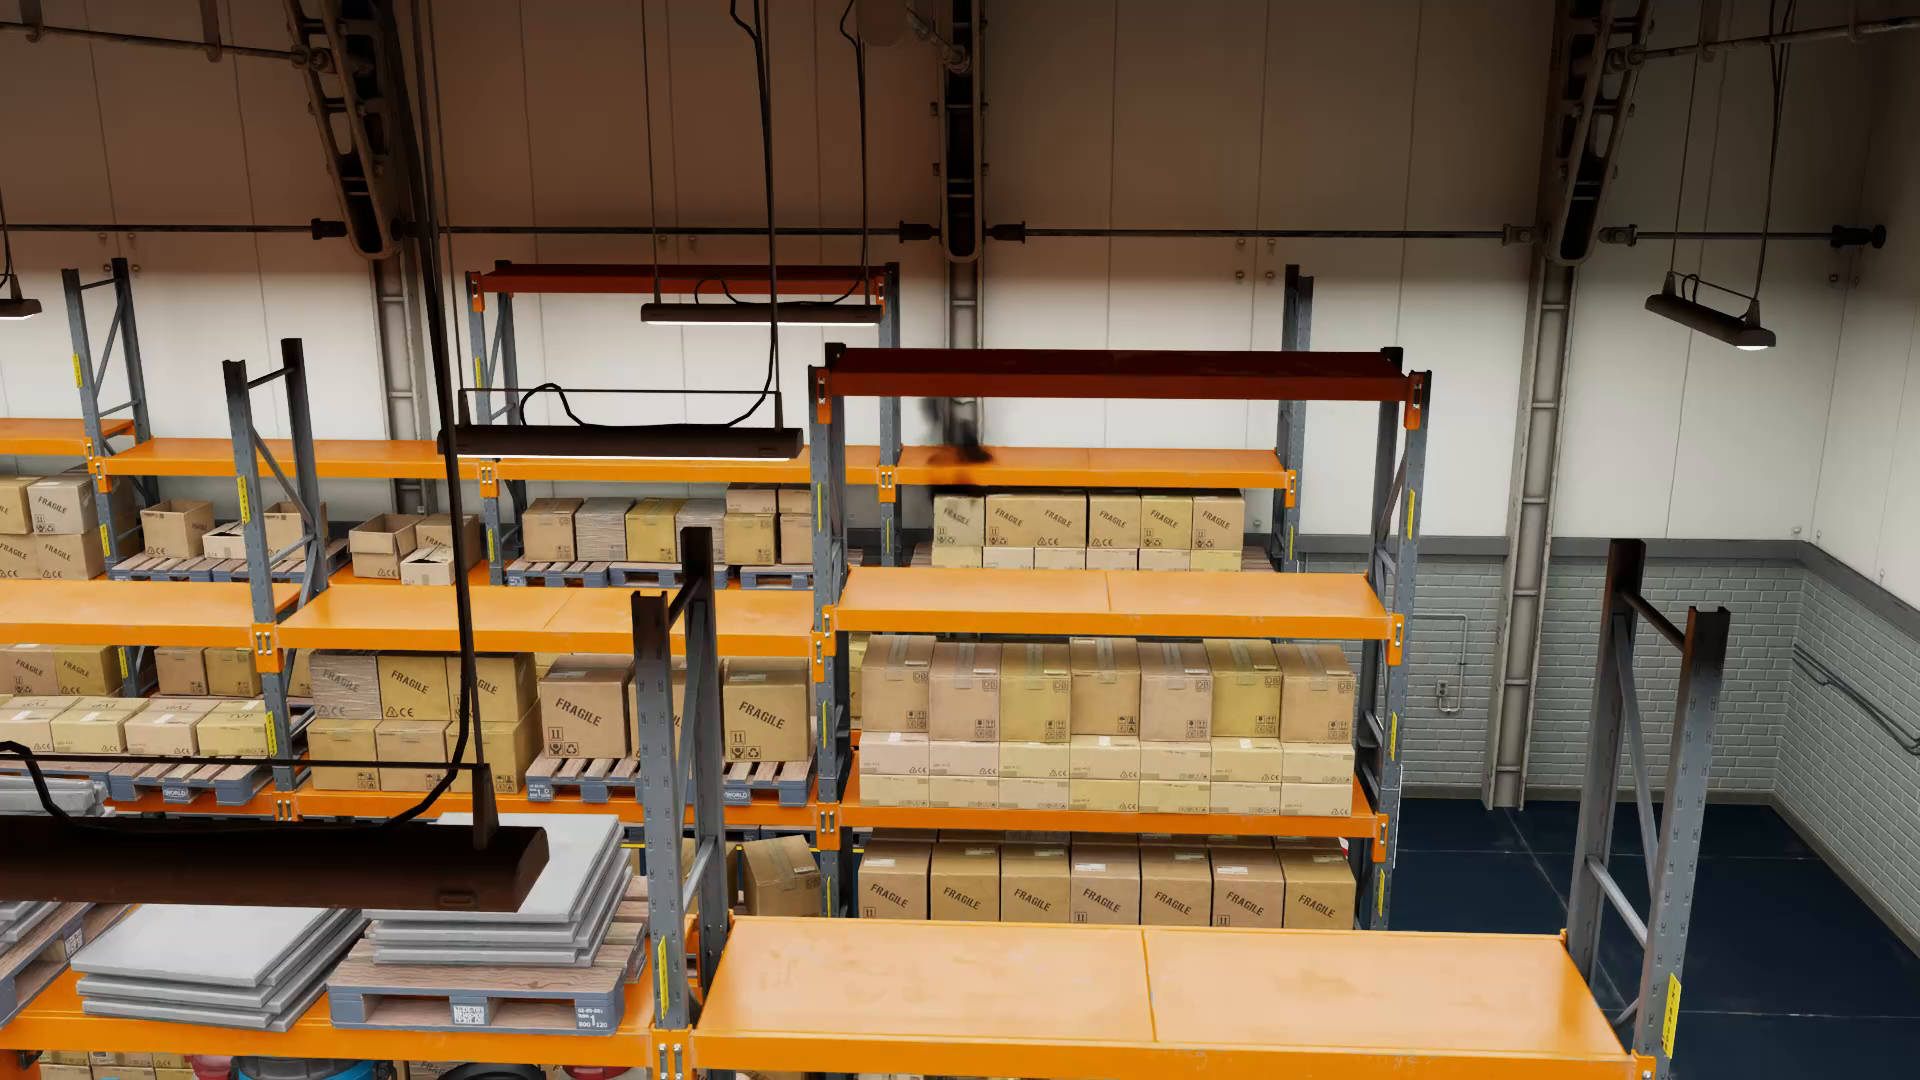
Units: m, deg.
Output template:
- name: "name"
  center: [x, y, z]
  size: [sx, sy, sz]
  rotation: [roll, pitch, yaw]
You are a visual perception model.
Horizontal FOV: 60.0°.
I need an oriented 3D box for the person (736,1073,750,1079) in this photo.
- name: "person"
  center: [-1.491, 4.250, 10.802]
  size: [0.654, 1.735, 0.682]
  rotation: [-1, 16, -5]
